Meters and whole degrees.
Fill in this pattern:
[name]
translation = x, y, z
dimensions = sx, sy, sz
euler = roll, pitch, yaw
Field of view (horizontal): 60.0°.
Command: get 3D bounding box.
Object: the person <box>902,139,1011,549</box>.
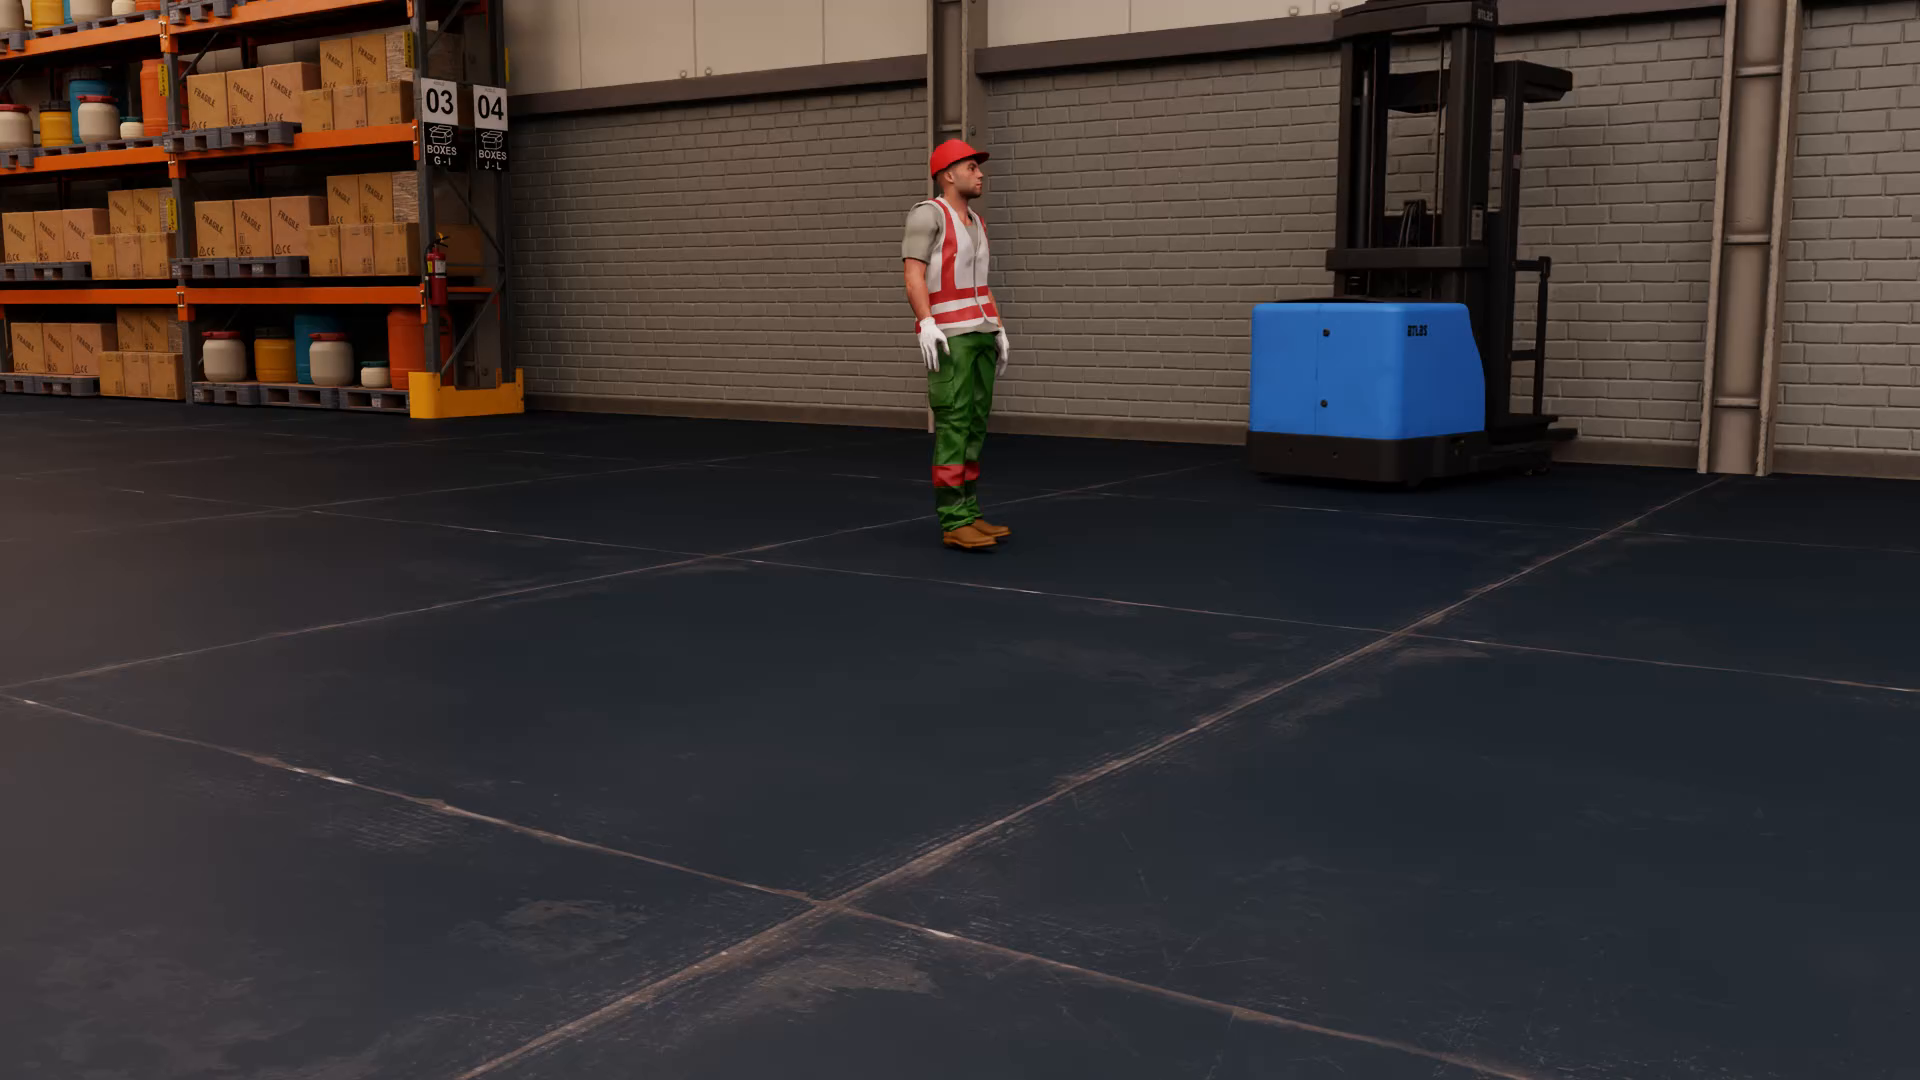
[person]
translation = 0.060, -0.885, 7.422
dimensions = 0.562, 1.790, 0.637
euler = 5, 10, 34

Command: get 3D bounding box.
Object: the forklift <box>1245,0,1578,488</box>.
[forklift]
translation = 3.125, -1.900, 10.554
dimensions = 1.130, 2.935, 3.031
euler = 8, 11, 44
